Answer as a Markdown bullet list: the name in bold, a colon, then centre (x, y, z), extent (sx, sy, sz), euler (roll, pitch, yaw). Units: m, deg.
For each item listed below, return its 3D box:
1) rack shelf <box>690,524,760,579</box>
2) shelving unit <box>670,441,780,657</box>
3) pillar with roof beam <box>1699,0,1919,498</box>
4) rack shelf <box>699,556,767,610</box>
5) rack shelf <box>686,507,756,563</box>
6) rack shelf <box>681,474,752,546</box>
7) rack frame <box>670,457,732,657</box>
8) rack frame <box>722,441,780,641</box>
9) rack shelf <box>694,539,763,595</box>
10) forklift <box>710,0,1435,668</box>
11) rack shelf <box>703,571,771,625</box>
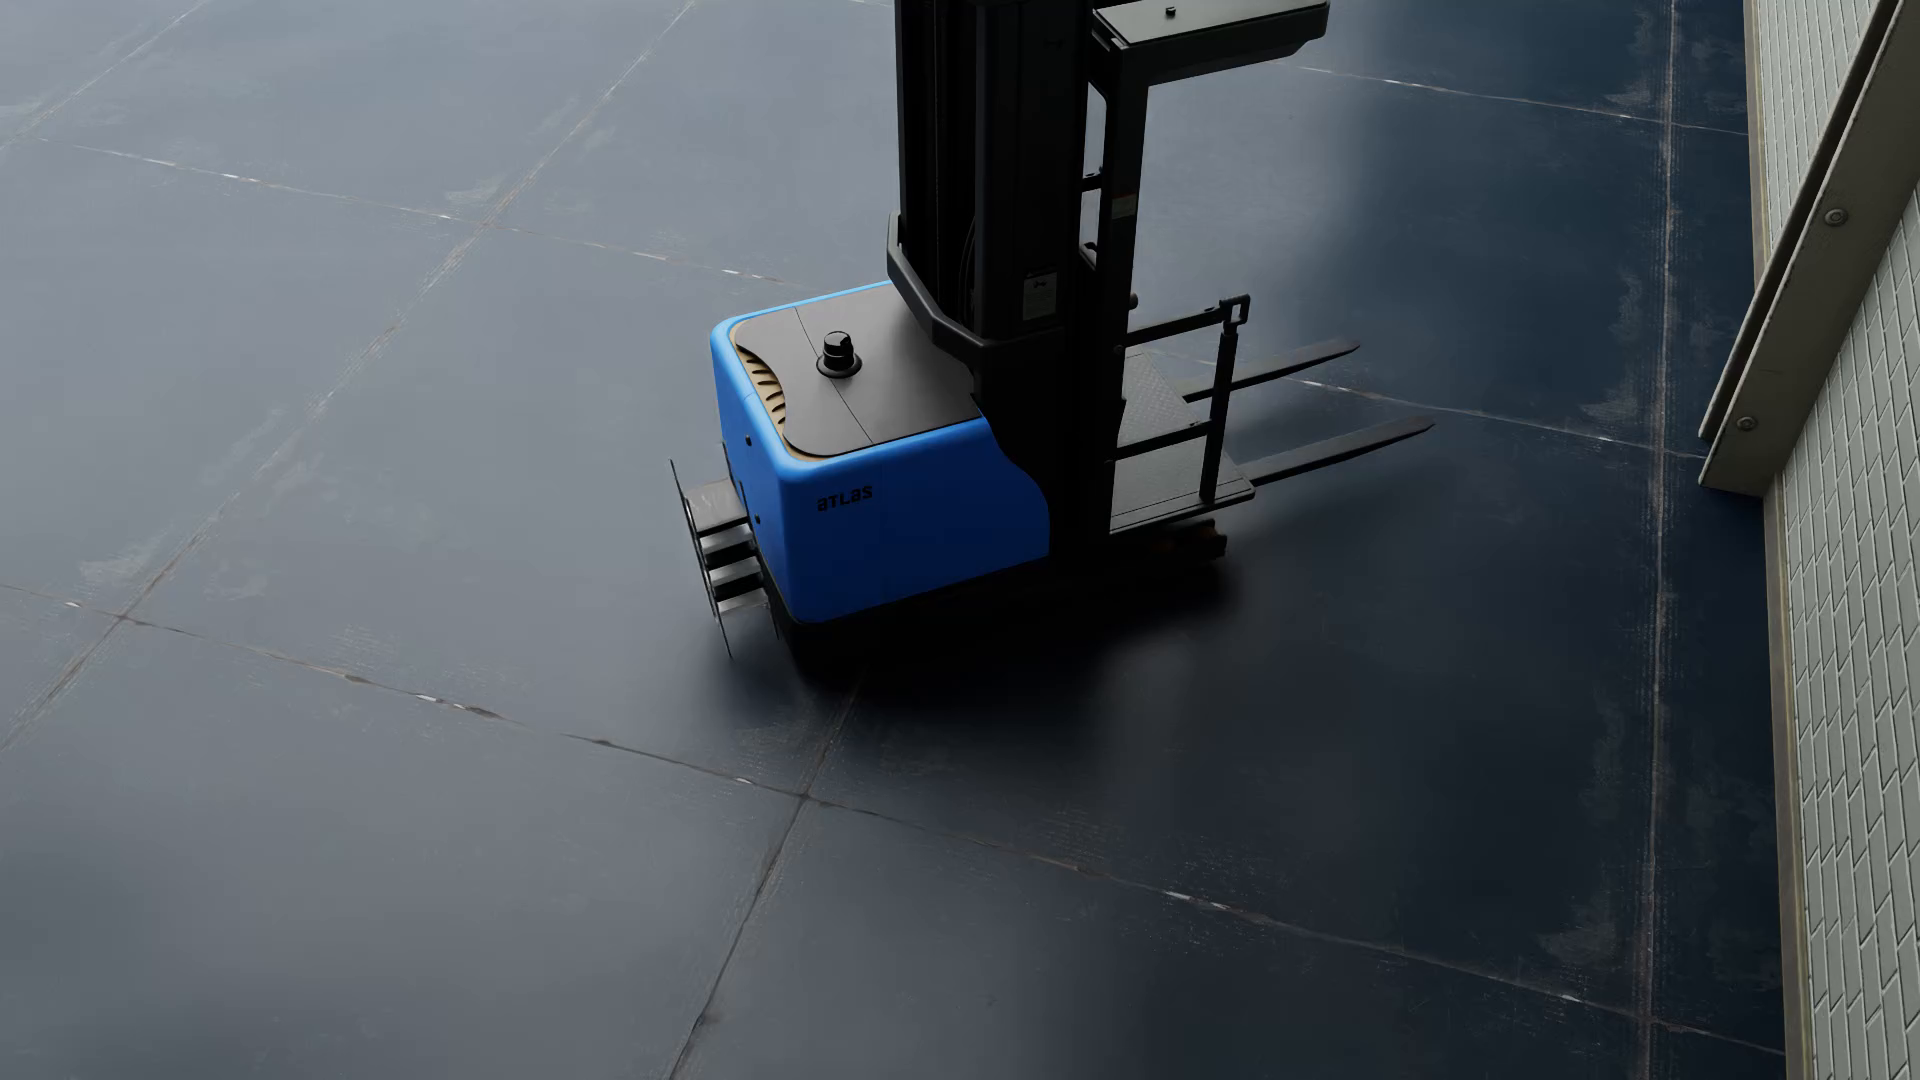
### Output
- **rack shelf**: centre (-0.908, 0.010, 6.404), extent (0.200, 0.077, 0.258), euler (-19, 47, -12)
- **shelving unit**: centre (-0.904, 0.049, 6.445), extent (0.210, 0.900, 0.258), euler (-19, 47, -12)
- **pillar with roof beam**: centre (-0.608, -4.472, 5.285), extent (9.100, 9.000, 0.400), euler (13, 46, 13)
- **rack shelf**: centre (-0.894, 0.134, 6.533), extent (0.200, 0.077, 0.258), euler (-19, 47, -12)
- **rack shelf**: centre (-0.915, -0.052, 6.339), extent (0.200, 0.077, 0.258), euler (-19, 47, -12)
- **rack shelf**: centre (-0.922, -0.114, 6.275), extent (0.200, 0.077, 0.258), euler (-19, 47, -12)
- **rack frame**: centre (-0.998, 0.081, 6.424), extent (0.006, 0.900, 0.240), euler (-19, 47, -12)
- **rack frame**: centre (-0.810, 0.017, 6.466), extent (0.006, 0.900, 0.240), euler (-19, 47, -12)
- **rack shelf**: centre (-0.901, 0.072, 6.469), extent (0.200, 0.077, 0.258), euler (-19, 47, -12)
- **forklift**: centre (0.578, -1.215, 6.295), extent (3.031, 2.935, 1.130), euler (-16, 47, -16)
- **rack shelf**: centre (-0.887, 0.196, 6.598), extent (0.200, 0.077, 0.258), euler (-19, 47, -12)
